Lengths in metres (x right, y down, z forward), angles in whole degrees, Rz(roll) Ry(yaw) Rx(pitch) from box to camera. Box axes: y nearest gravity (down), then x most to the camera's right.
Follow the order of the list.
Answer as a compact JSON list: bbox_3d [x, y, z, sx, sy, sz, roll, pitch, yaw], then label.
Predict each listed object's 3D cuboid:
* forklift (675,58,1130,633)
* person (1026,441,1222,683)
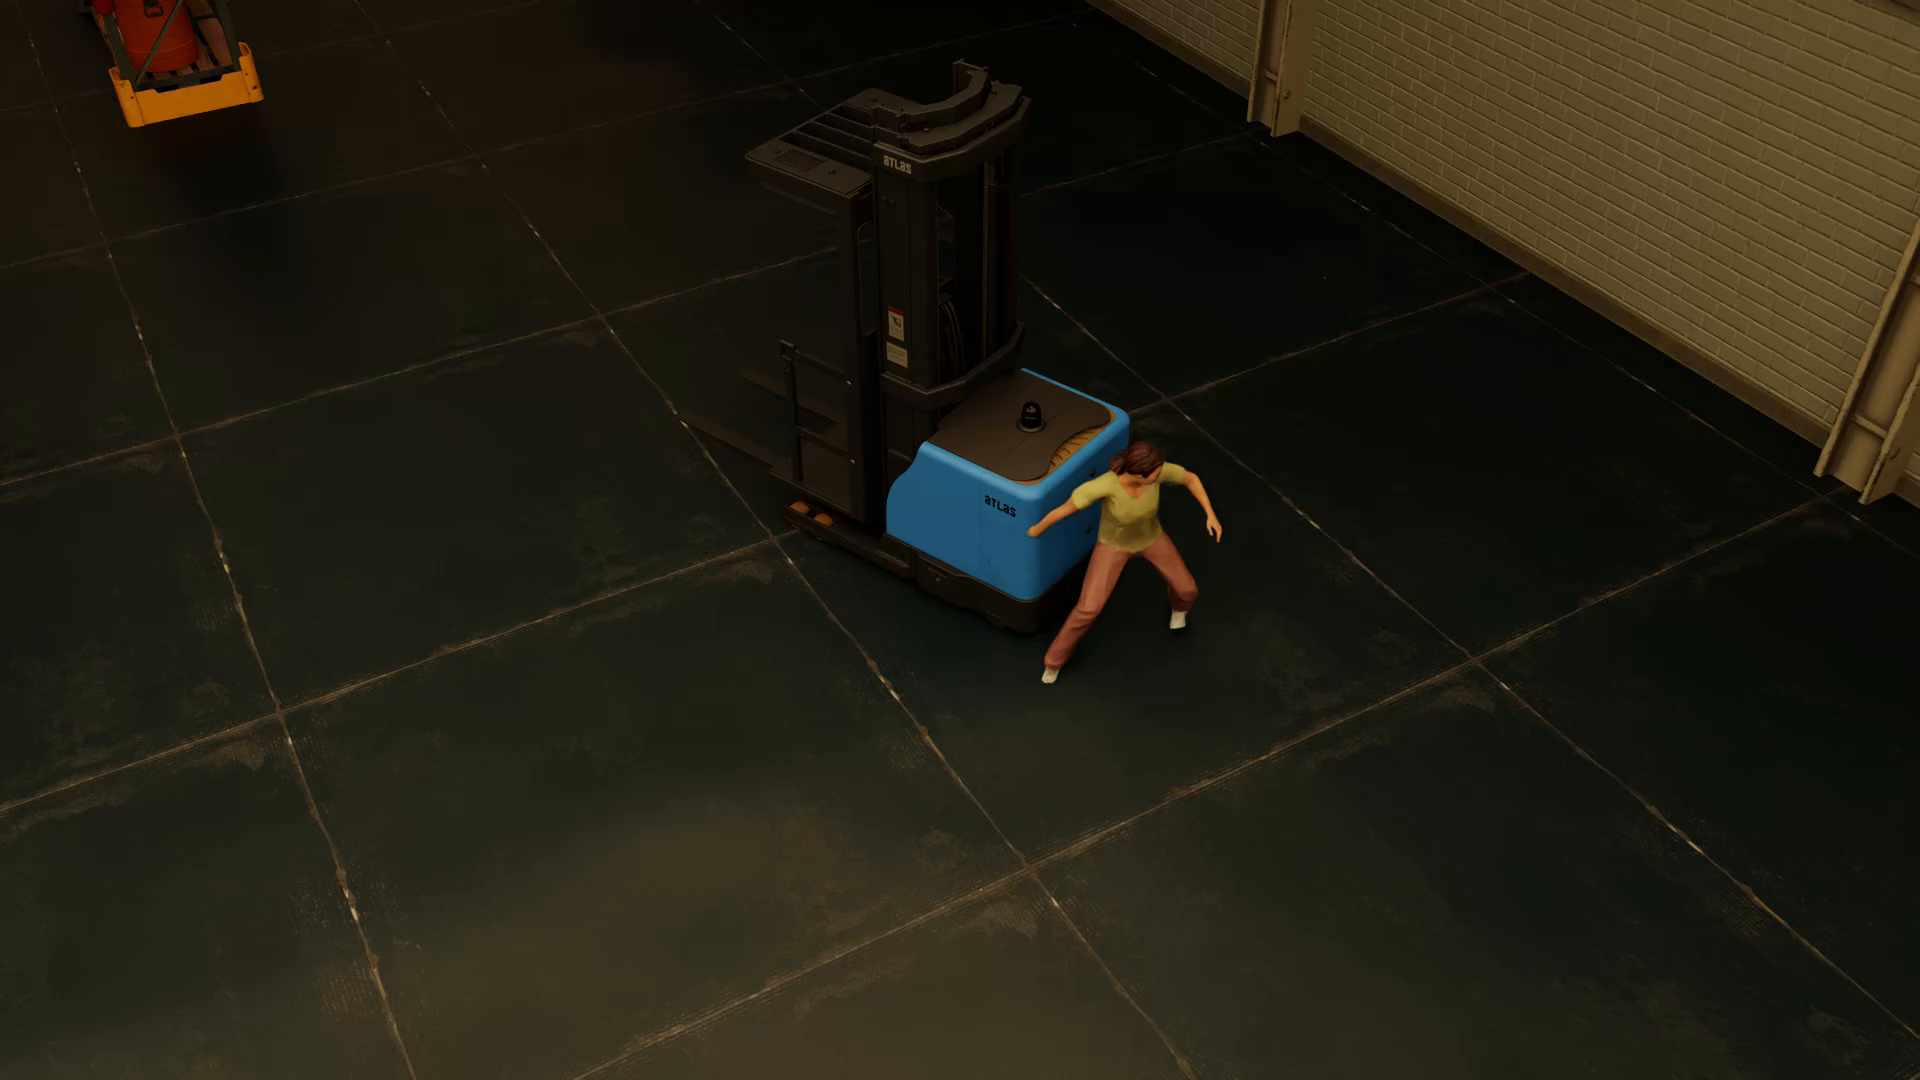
[{"bbox_3d":[-0.481,-1.366,9.683,3.031,2.935,1.130,26,46,28],"label":"forklift"},{"bbox_3d":[0.883,0.068,9.139,1.010,1.615,0.521,-8,40,-10],"label":"person"}]
